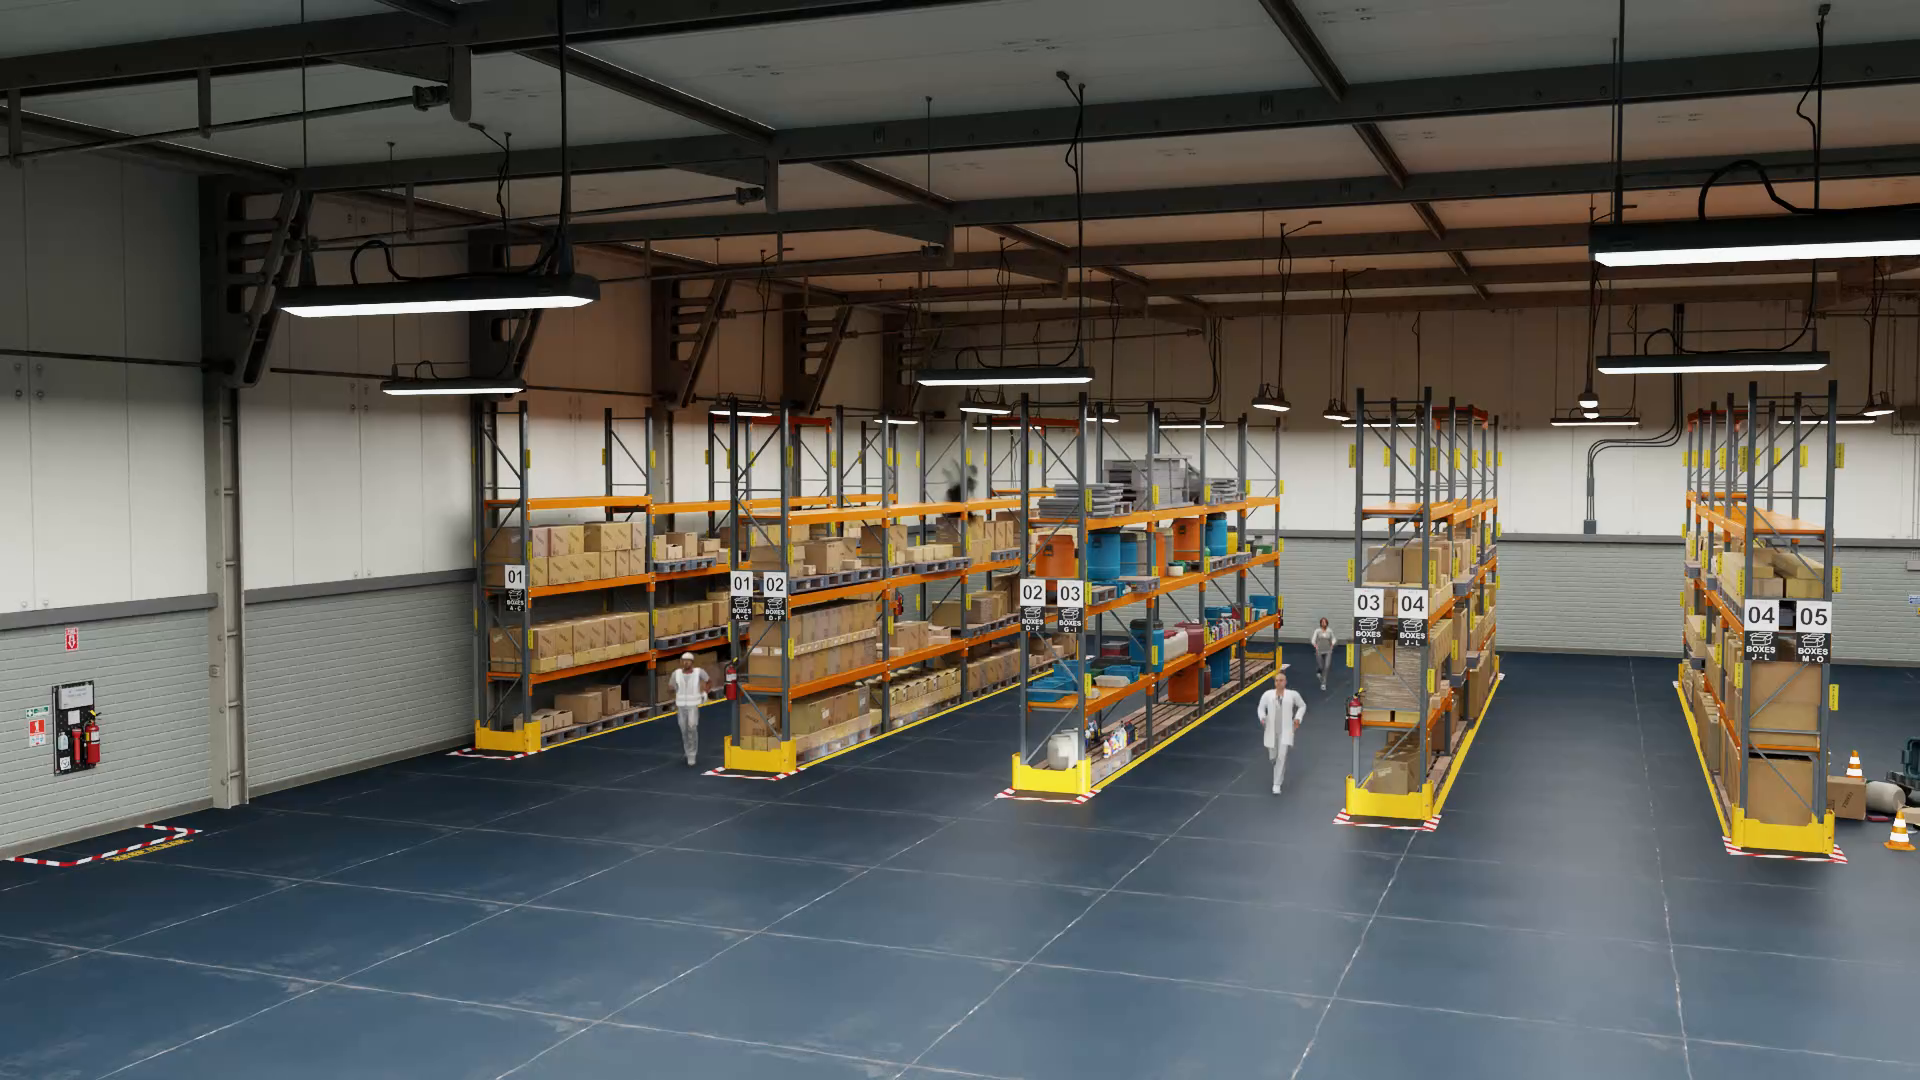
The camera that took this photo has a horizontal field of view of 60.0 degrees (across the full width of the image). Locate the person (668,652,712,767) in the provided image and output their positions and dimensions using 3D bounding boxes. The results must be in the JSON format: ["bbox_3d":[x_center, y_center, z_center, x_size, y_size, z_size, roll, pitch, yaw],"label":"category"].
[{"bbox_3d":[-4.478,2.759,27.407,0.667,1.831,0.750,0,3,6],"label":"person"}]

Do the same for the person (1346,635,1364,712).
[{"bbox_3d":[8.052,2.513,33.292,0.633,1.772,0.821,1,3,23],"label":"person"}]

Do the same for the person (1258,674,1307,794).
[{"bbox_3d":[4.871,2.910,25.256,0.722,1.765,0.955,1,3,21],"label":"person"}]

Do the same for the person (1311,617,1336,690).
[{"bbox_3d":[7.927,2.465,36.249,0.536,1.565,0.651,0,3,6],"label":"person"}]
